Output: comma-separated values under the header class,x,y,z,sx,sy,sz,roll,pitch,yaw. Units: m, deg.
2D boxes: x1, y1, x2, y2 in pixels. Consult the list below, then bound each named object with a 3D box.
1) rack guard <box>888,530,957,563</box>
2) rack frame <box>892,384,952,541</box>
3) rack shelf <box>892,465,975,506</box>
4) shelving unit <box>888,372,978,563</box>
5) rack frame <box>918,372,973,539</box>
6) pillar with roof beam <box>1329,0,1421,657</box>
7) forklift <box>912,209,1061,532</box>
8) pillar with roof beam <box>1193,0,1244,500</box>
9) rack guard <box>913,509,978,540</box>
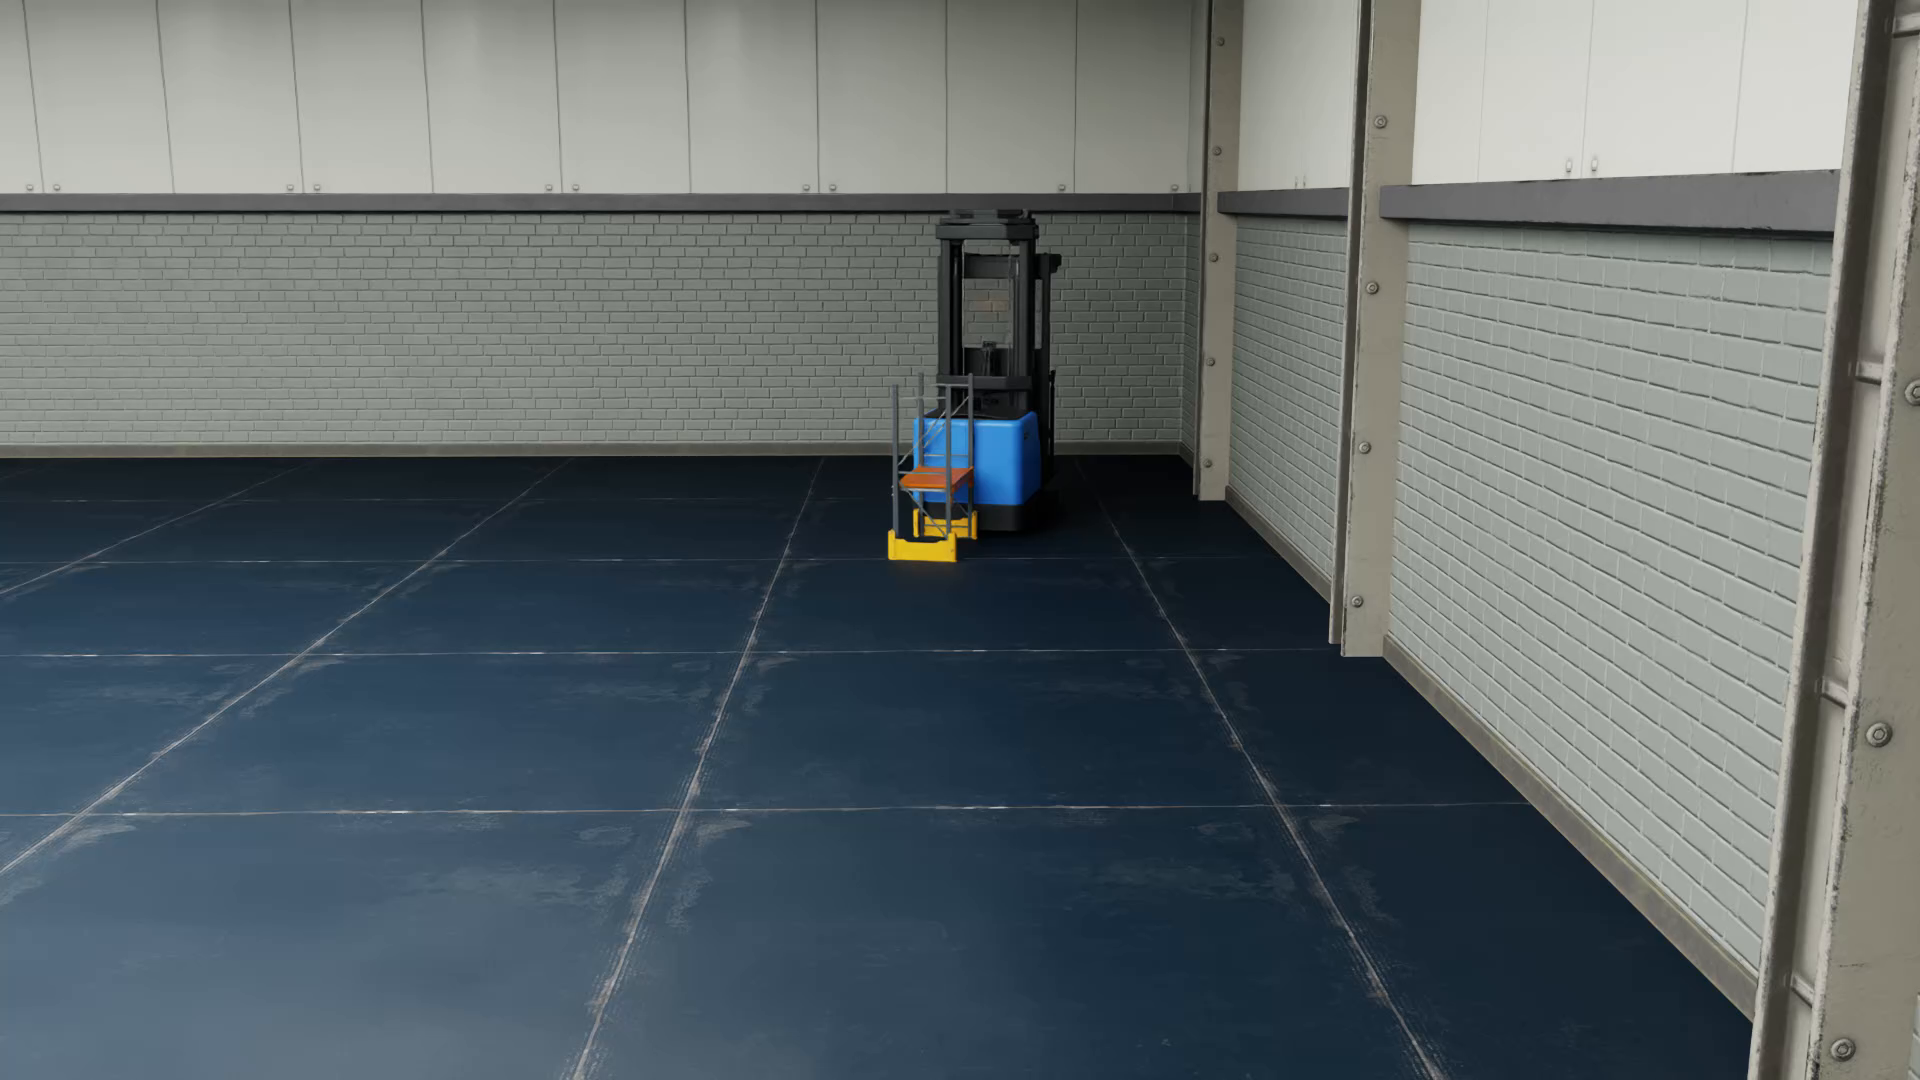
class,x,y,z,sx,sy,sz,roll,pitch,yaw
rack guard,-0.319,0.051,14.180,0.587,0.250,0.087,2,12,11
rack frame,-0.319,-0.561,14.054,0.500,1.500,0.032,2,12,11
rack shelf,-0.223,-0.484,14.579,0.538,0.185,1.000,2,12,11
shelving unit,-0.225,-0.659,14.535,0.587,1.500,1.083,2,12,11
rack frame,-0.128,-0.760,15.033,0.500,1.500,0.032,2,12,11
pillar with roof beam,-1.580,-3.647,10.405,9.100,9.000,0.400,0,11,-1
forklift,0.380,-1.755,16.339,1.130,2.935,3.031,3,12,12
pillar with roof beam,-1.704,-4.840,16.284,9.100,9.000,0.400,0,11,-1
rack guard,-0.132,-0.144,15.138,0.587,0.250,0.087,2,12,11
